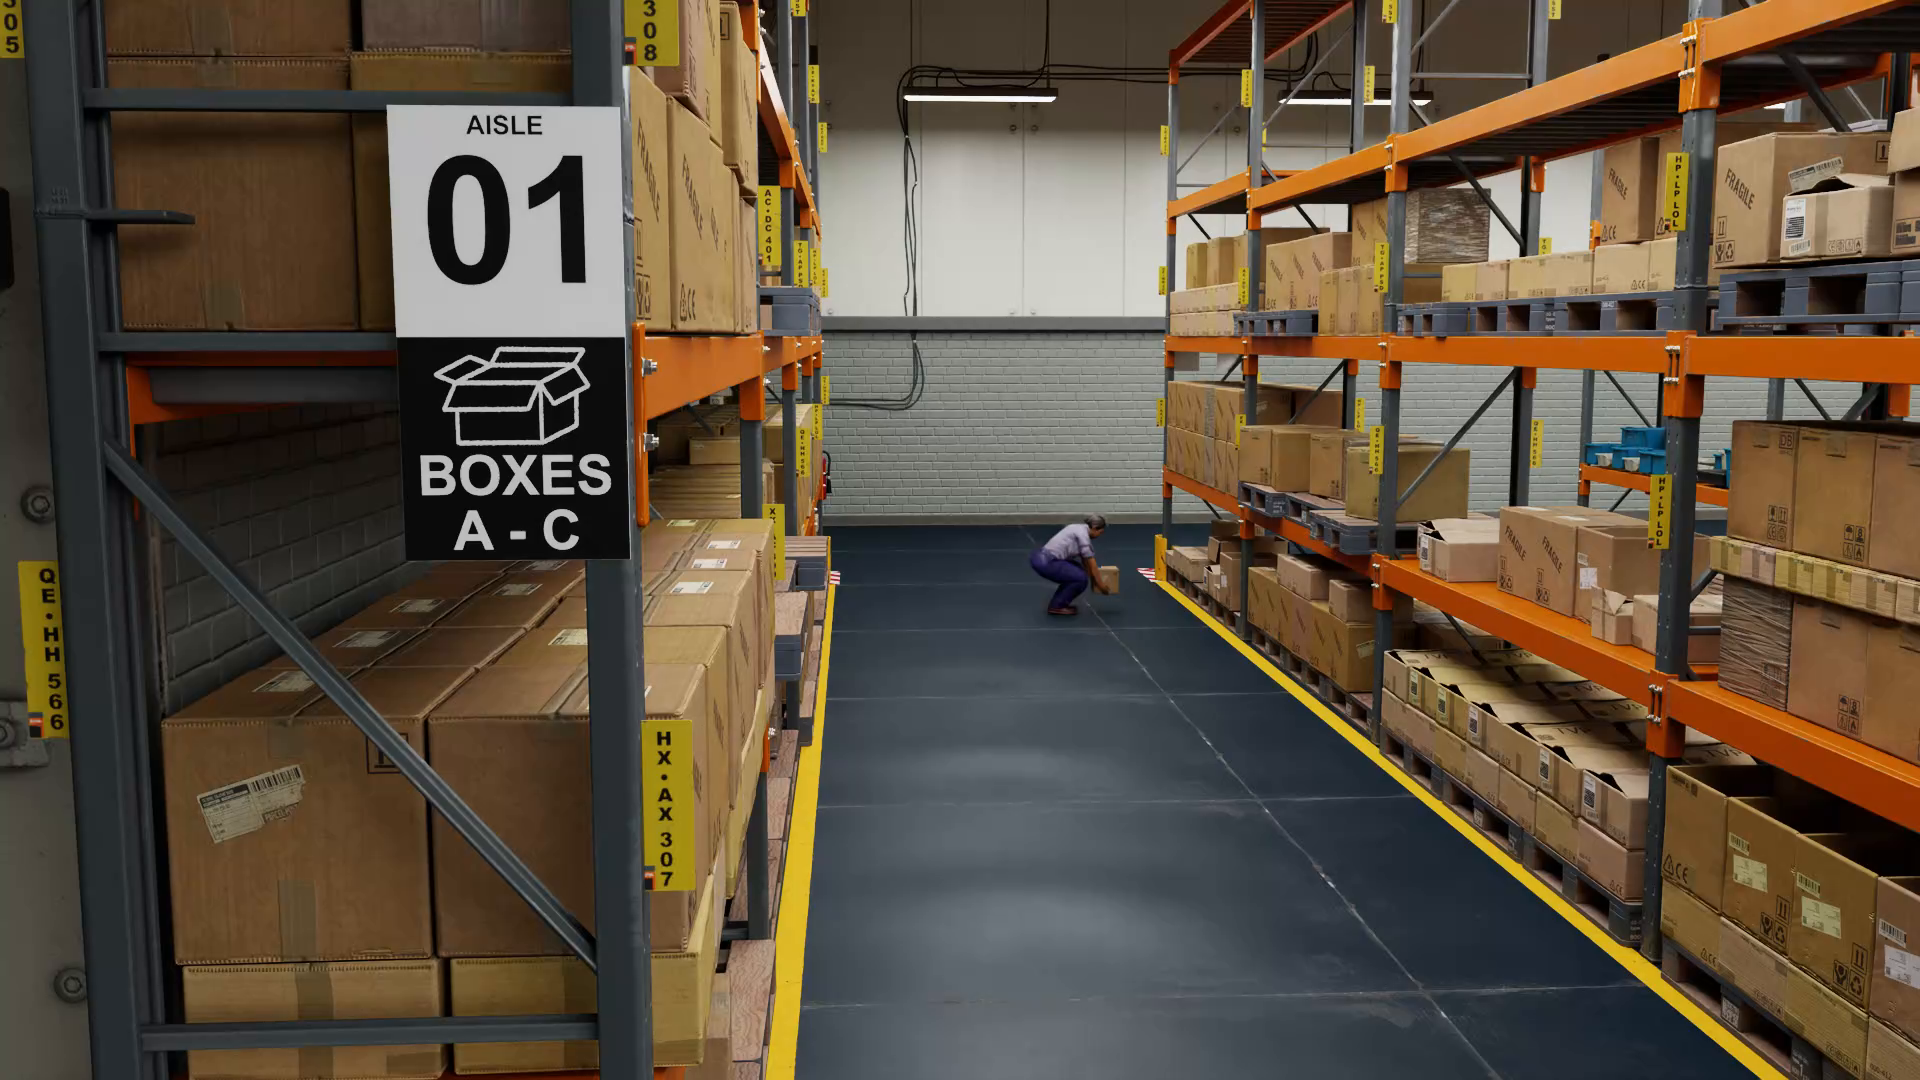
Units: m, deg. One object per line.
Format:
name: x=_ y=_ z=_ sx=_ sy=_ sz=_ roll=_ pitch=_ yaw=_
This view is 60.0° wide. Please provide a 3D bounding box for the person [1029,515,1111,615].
person: x=1.118 y=0.259 z=17.022 sx=0.810 sy=0.968 sz=0.529 roll=0 pitch=7 yaw=-4
